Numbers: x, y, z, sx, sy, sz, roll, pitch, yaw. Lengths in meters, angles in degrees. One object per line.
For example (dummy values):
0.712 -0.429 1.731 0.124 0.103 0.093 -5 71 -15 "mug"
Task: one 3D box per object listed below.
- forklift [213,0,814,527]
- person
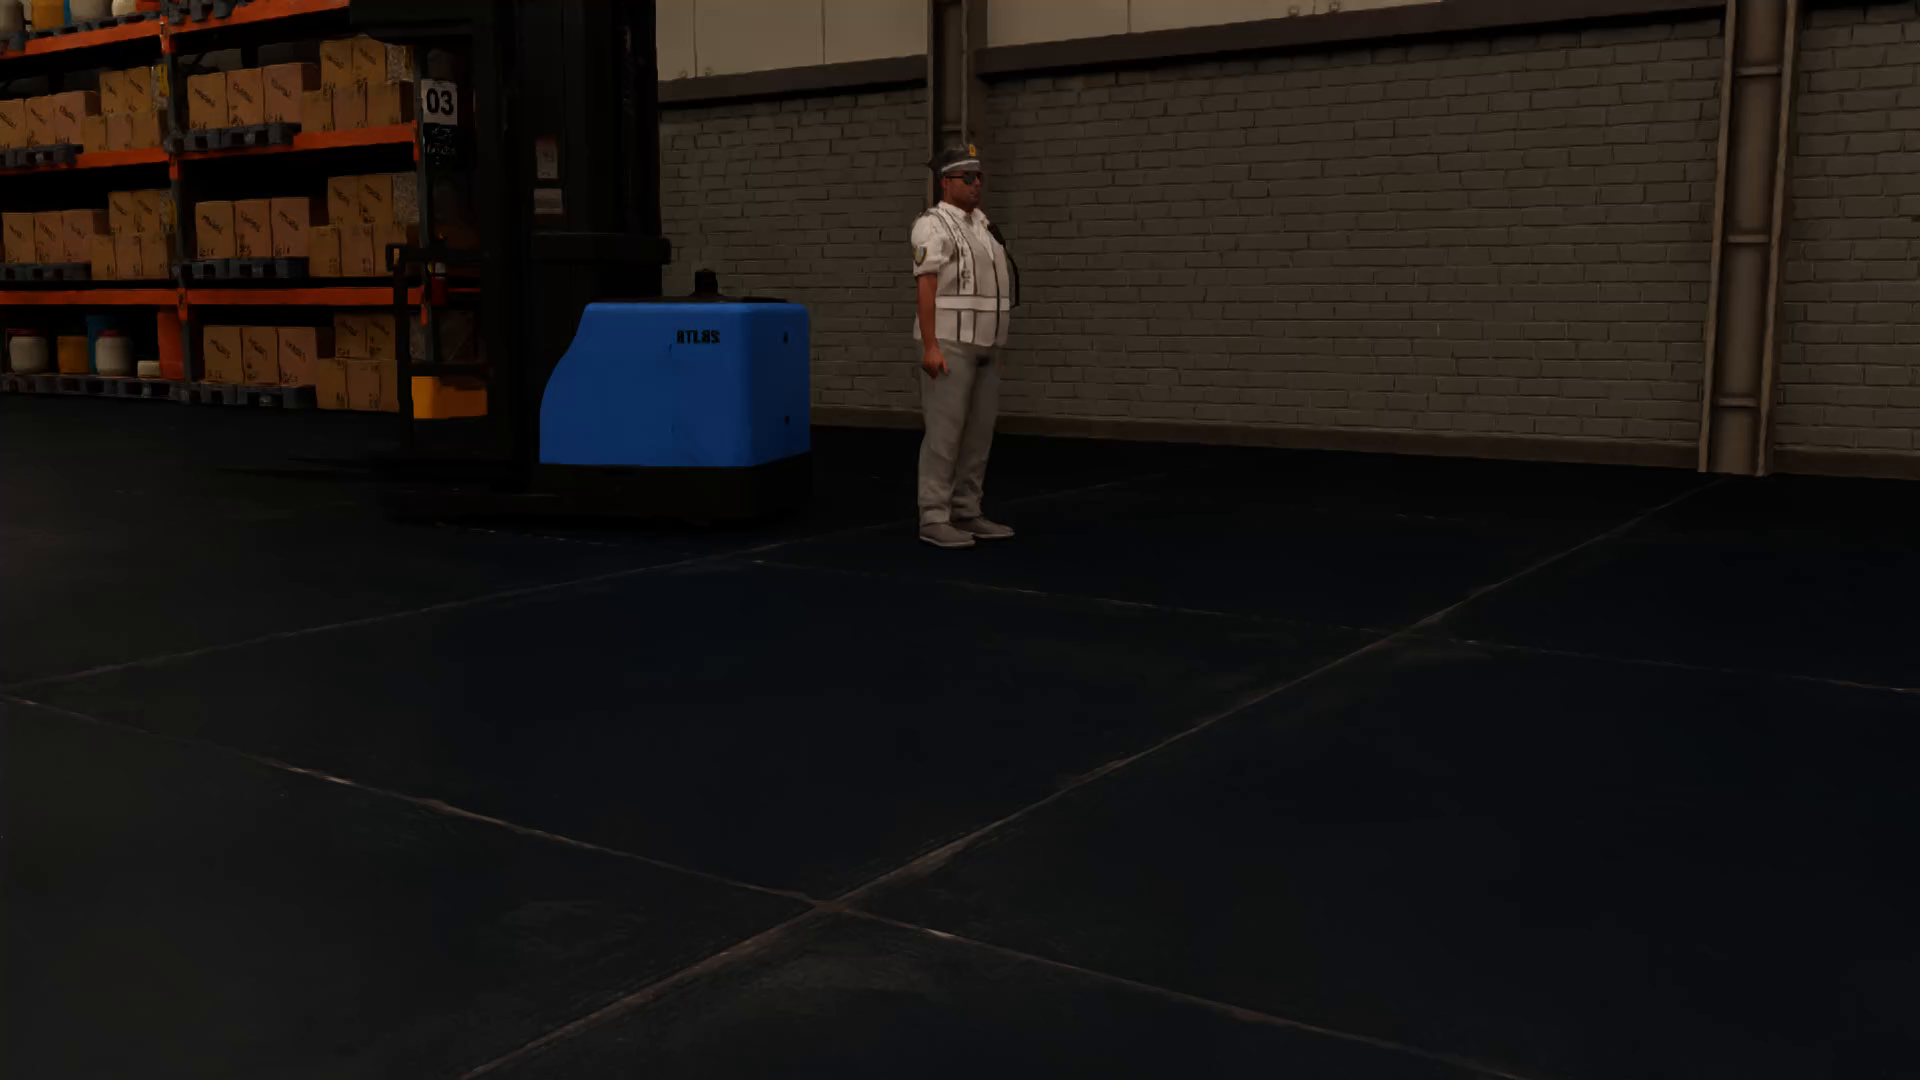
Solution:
-2.337 -1.597 8.426 3.031 2.935 1.130 2 8 14 "forklift"
0.014 -0.875 7.471 0.396 1.773 0.523 5 10 34 "person"
